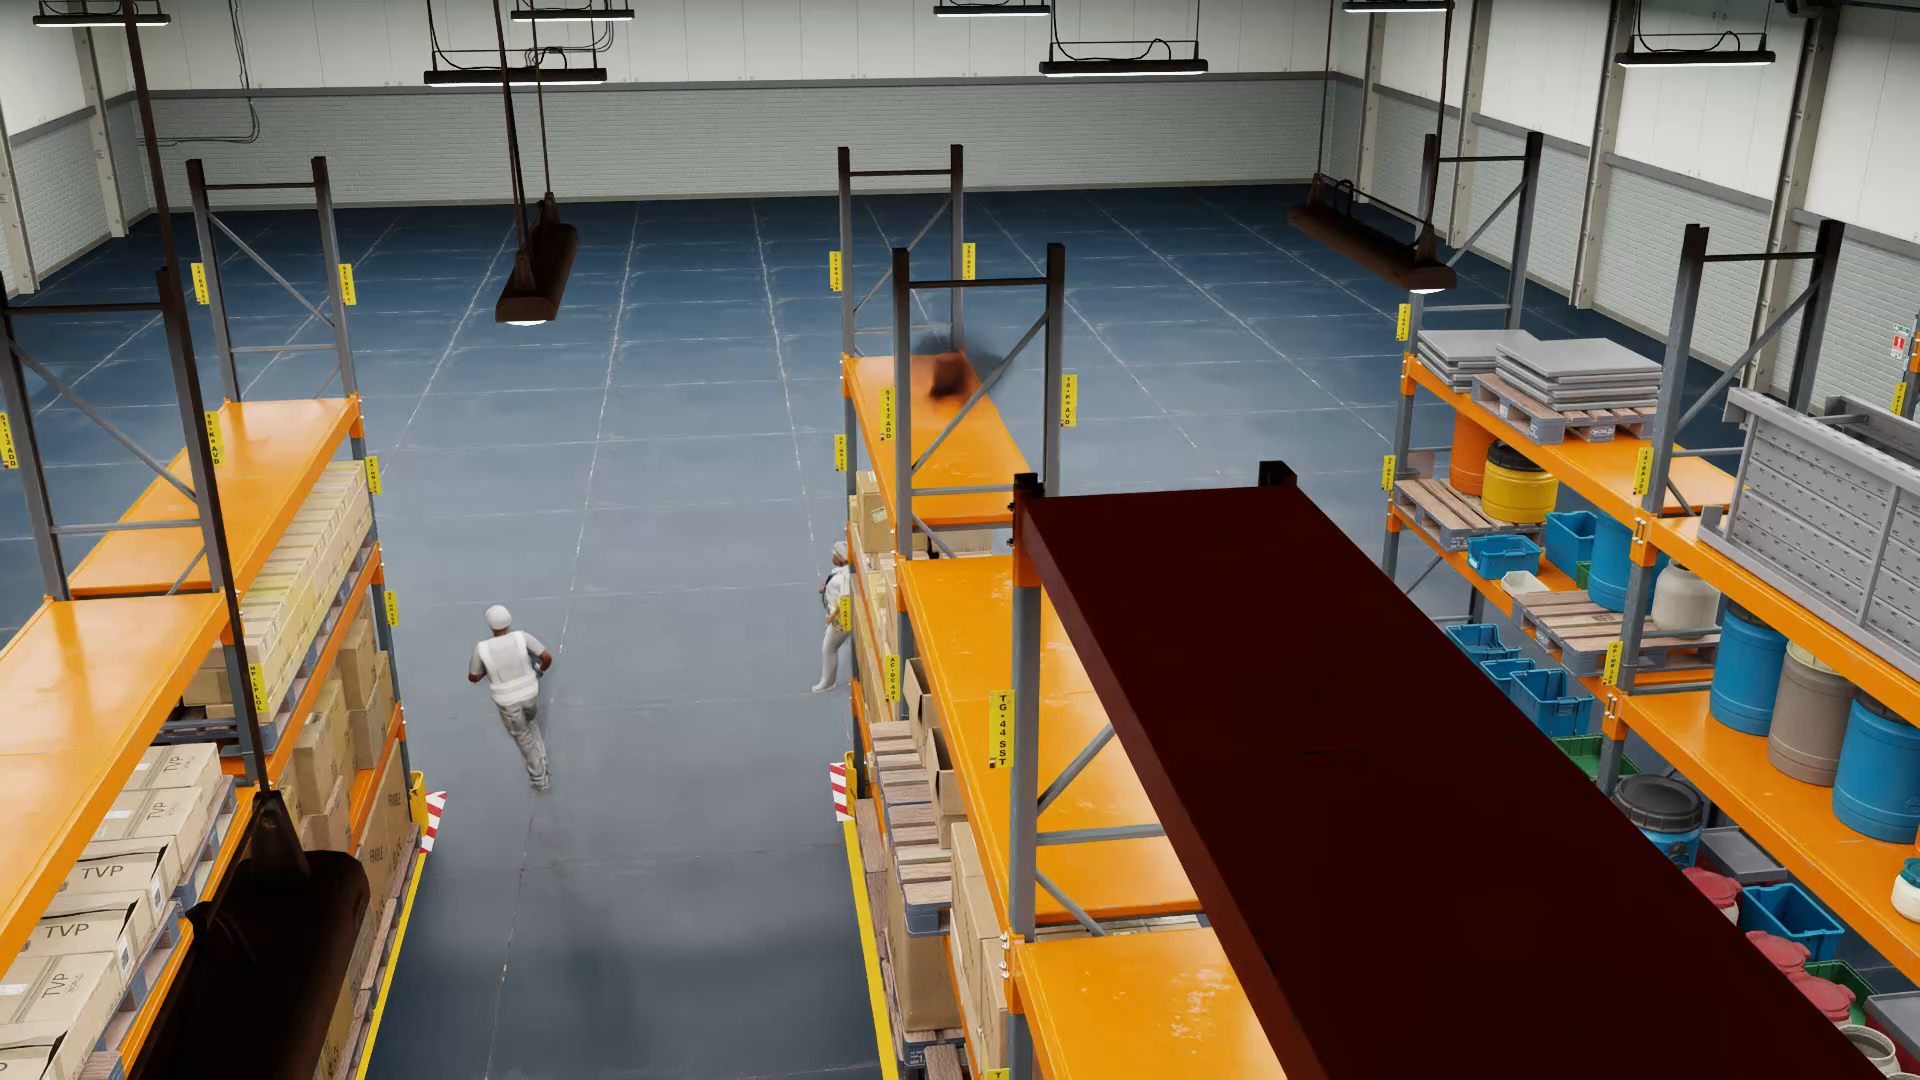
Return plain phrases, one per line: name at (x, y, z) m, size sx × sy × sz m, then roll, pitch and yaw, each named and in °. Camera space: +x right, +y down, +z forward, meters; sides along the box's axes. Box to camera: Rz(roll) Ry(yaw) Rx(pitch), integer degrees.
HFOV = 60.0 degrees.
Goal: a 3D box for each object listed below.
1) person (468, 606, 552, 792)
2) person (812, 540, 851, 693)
person at (-4.010, 1.455, 14.880) m, size 0.677 × 1.869 × 0.619 m, roll -14°, pitch 25°, yaw -31°
person at (-1.116, 0.840, 16.932) m, size 0.936 × 1.724 × 0.589 m, roll 12°, pitch 24°, yaw 27°
